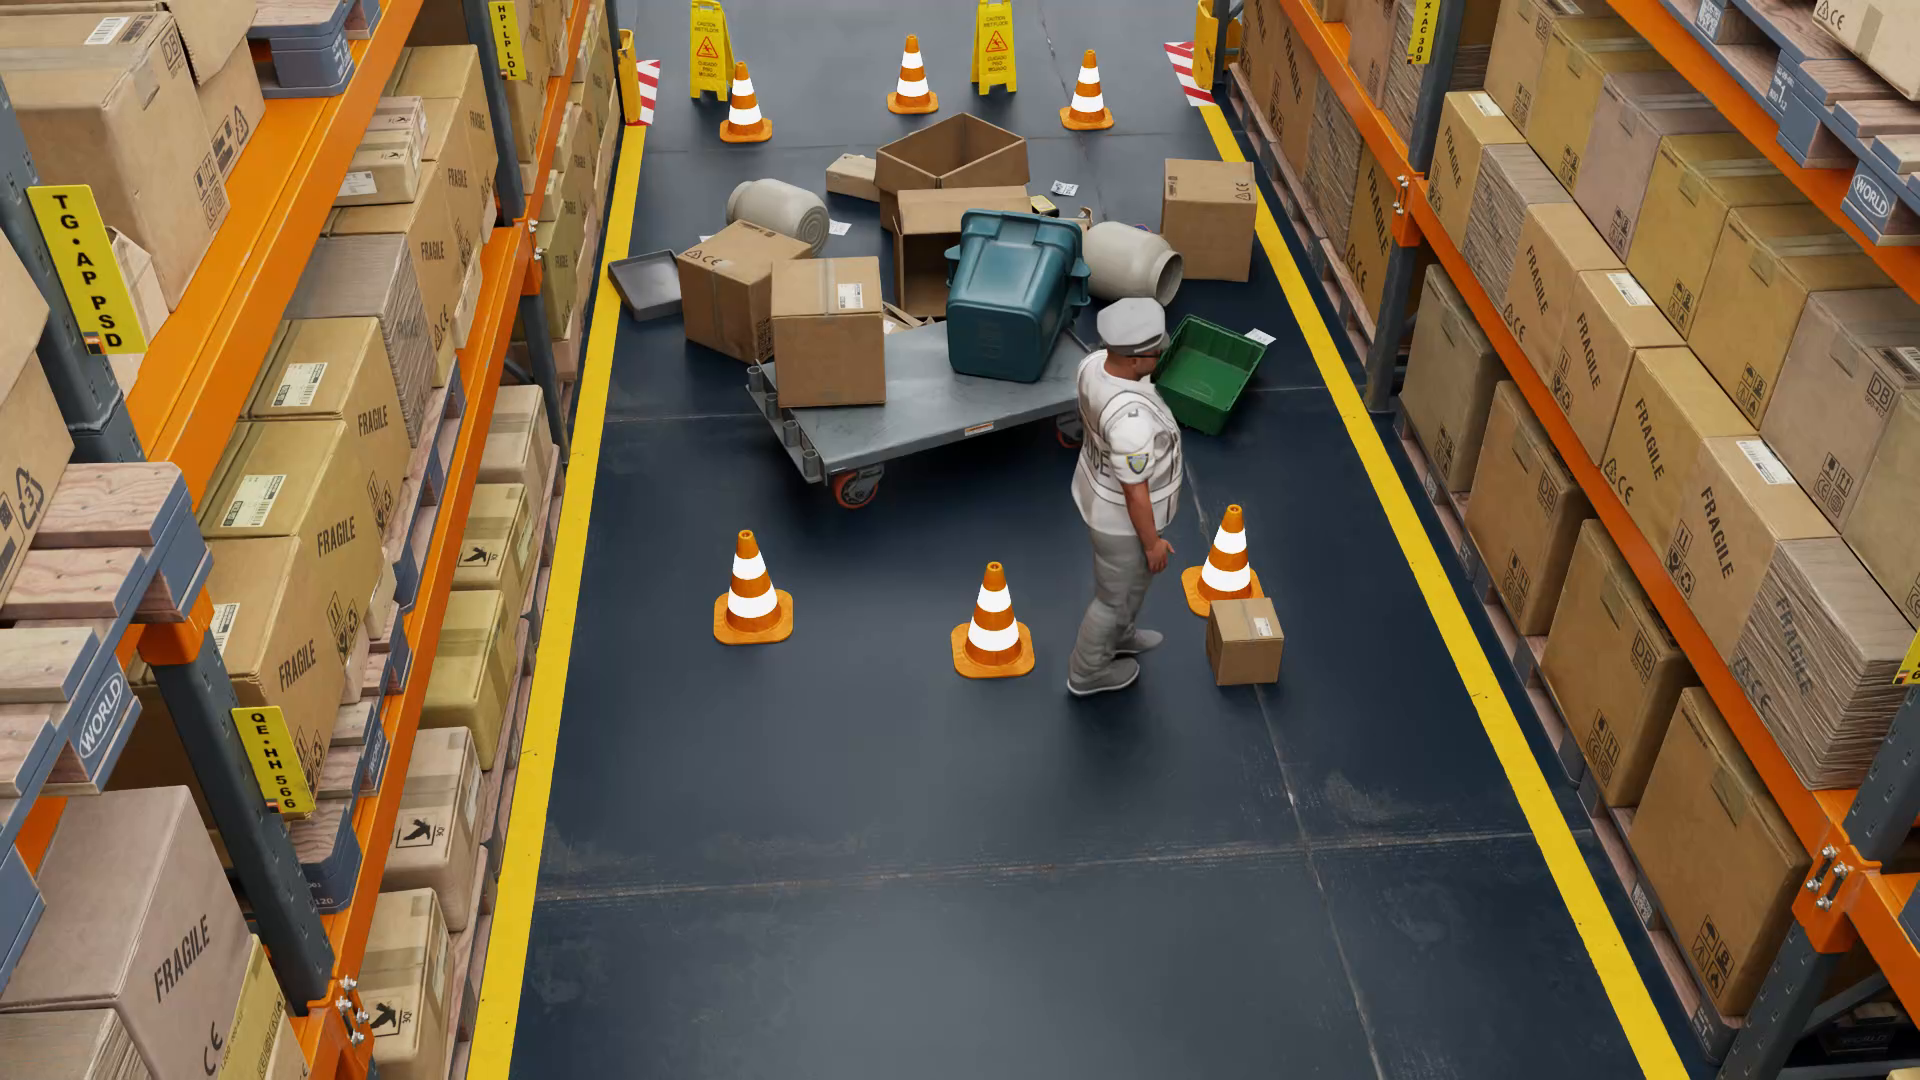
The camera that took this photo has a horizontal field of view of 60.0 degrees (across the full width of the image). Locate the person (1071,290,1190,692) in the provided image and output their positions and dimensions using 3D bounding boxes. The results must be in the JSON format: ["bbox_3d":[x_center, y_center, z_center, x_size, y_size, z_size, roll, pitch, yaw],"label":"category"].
[{"bbox_3d":[0.671,-0.147,6.325,0.466,1.777,0.552,-7,39,-8],"label":"person"}]
